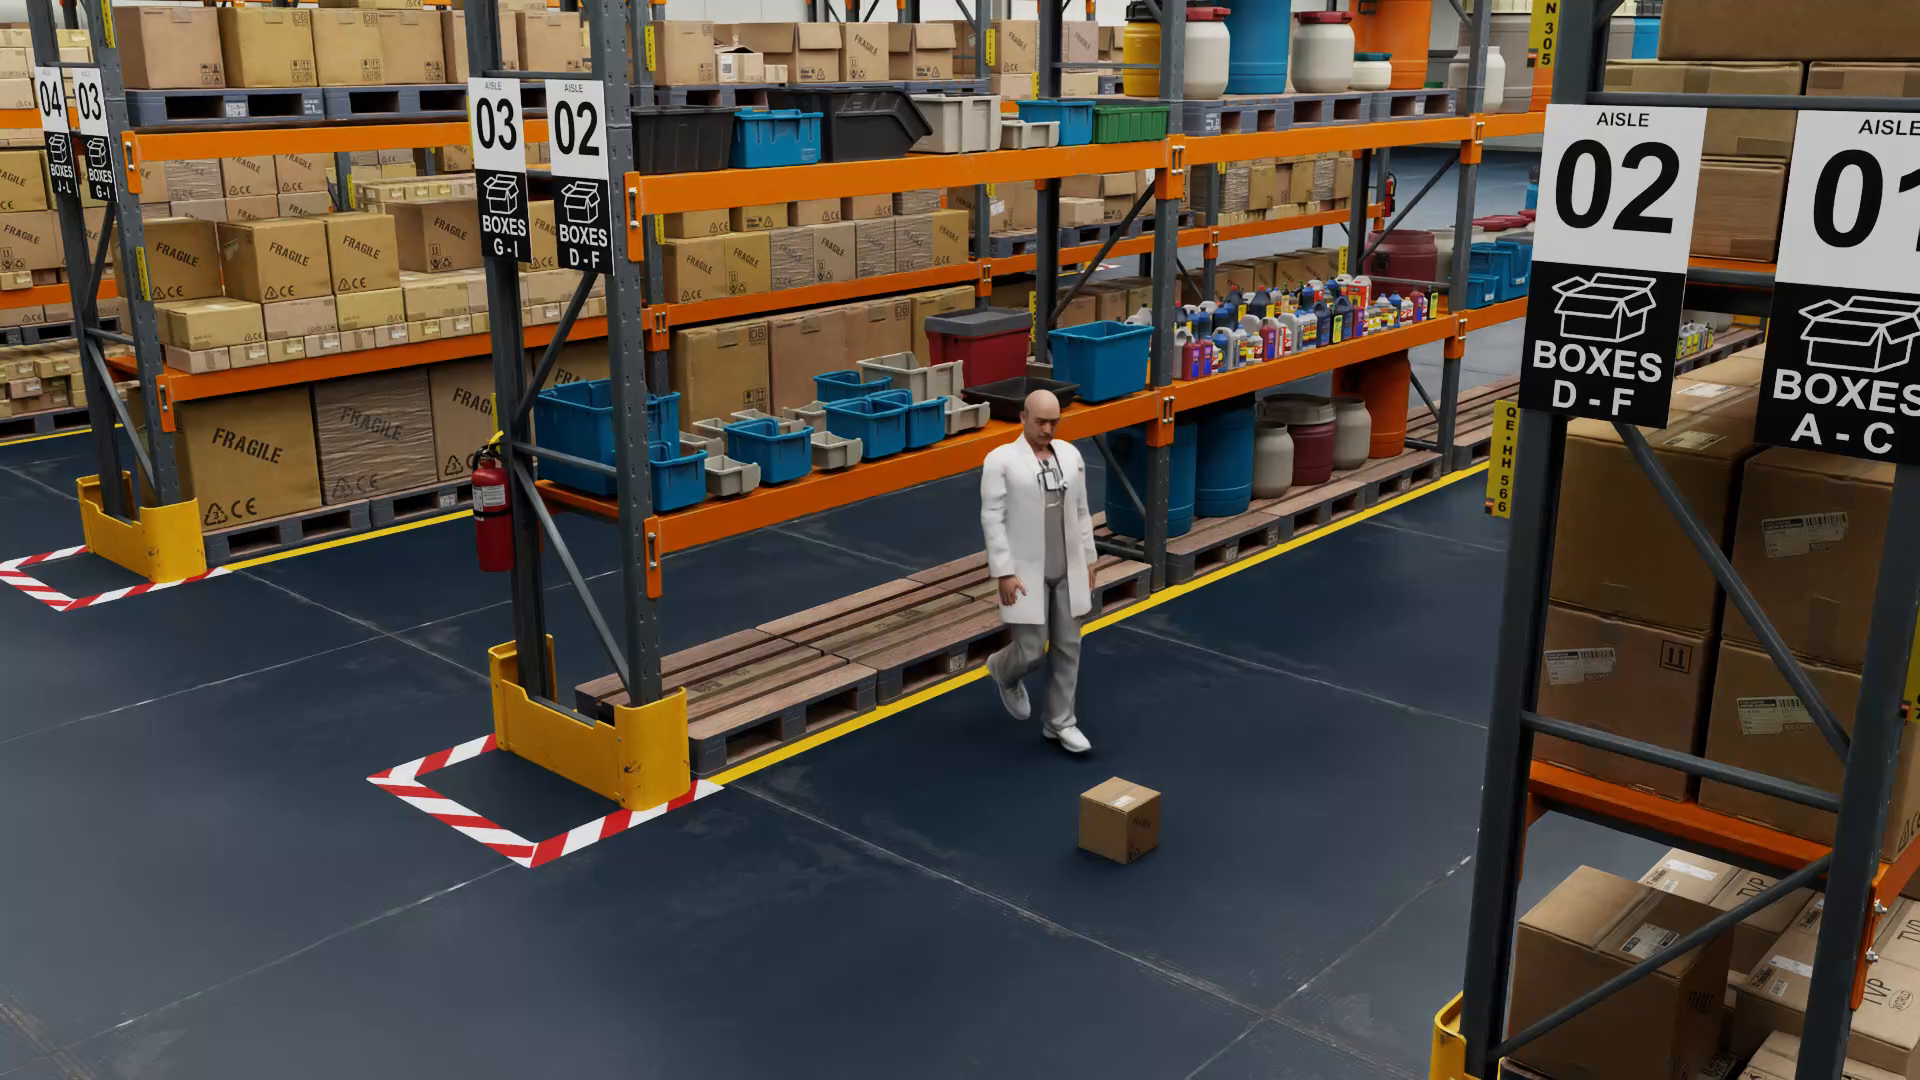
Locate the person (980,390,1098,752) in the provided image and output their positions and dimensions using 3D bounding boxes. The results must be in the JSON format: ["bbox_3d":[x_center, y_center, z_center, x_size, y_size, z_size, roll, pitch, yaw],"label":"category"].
[{"bbox_3d":[0.384,0.137,8.059,0.626,1.759,0.670,-7,18,-22],"label":"person"}]
